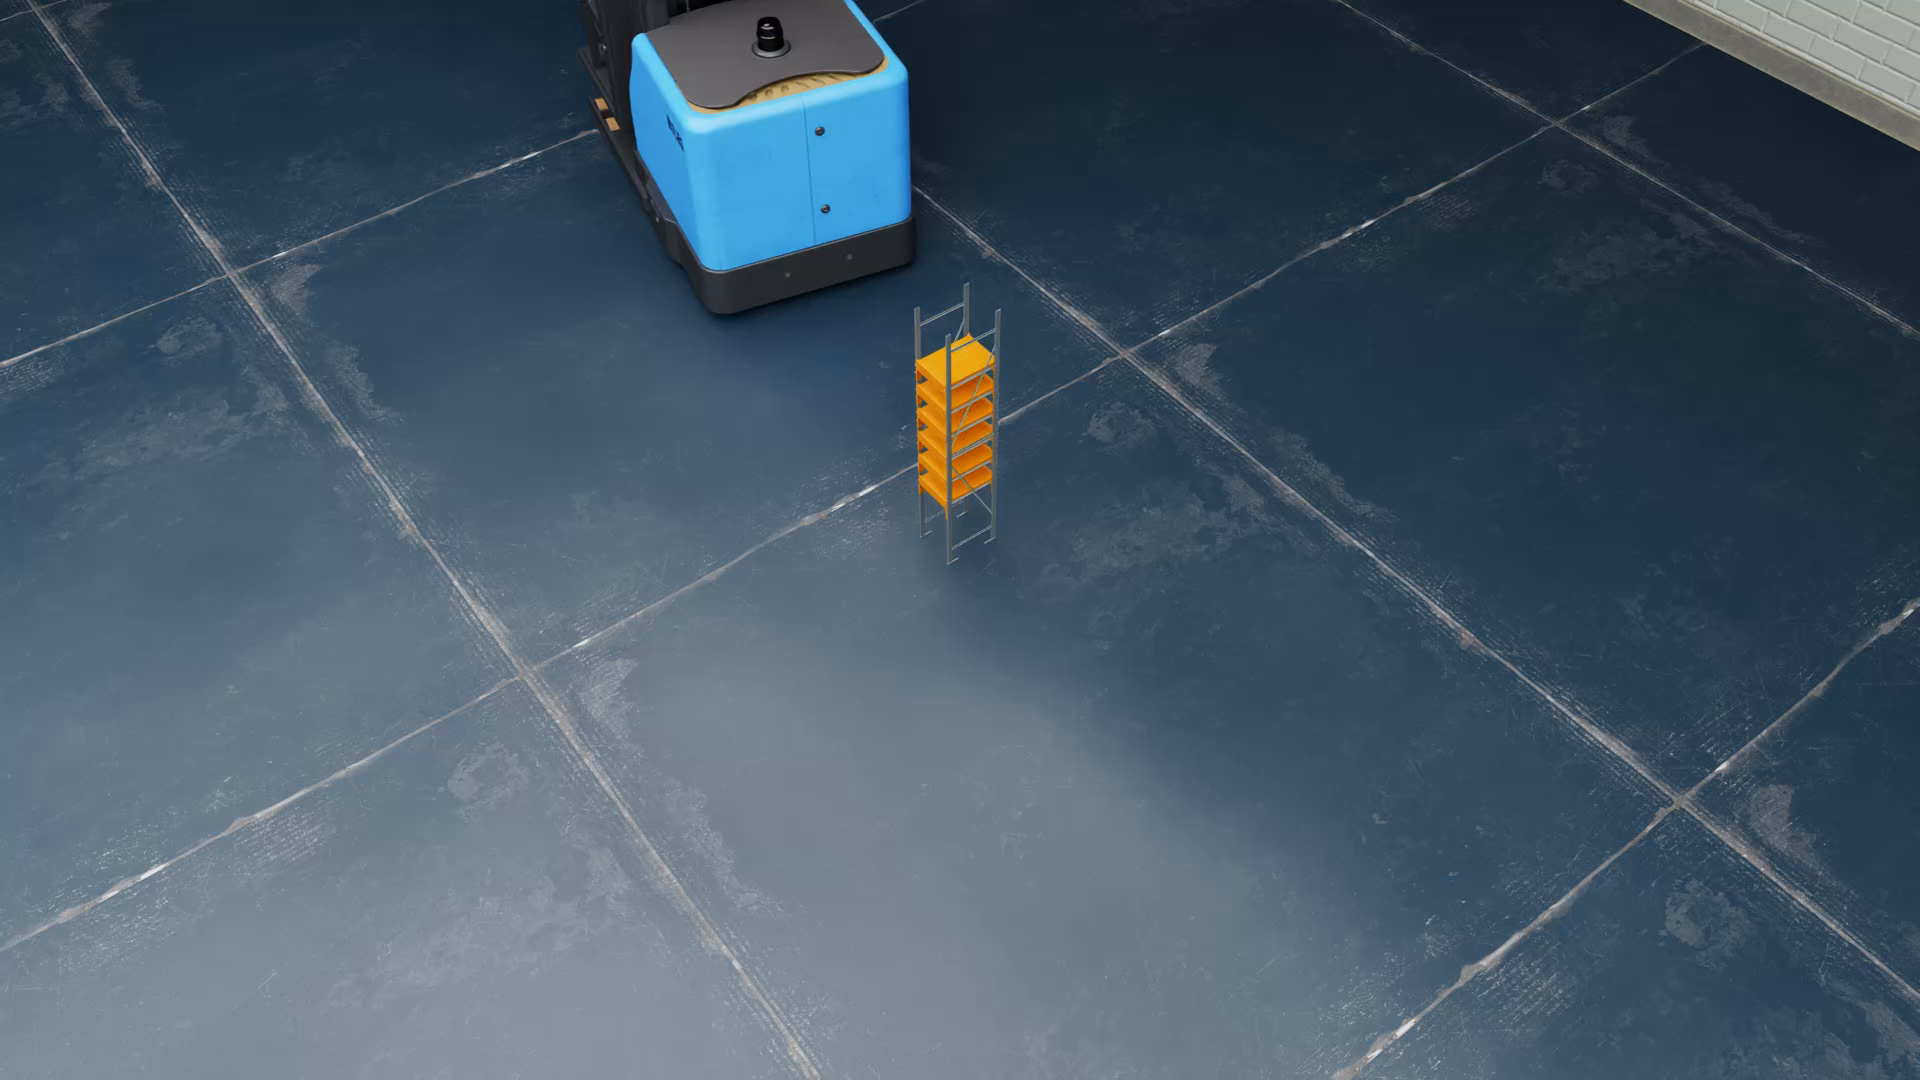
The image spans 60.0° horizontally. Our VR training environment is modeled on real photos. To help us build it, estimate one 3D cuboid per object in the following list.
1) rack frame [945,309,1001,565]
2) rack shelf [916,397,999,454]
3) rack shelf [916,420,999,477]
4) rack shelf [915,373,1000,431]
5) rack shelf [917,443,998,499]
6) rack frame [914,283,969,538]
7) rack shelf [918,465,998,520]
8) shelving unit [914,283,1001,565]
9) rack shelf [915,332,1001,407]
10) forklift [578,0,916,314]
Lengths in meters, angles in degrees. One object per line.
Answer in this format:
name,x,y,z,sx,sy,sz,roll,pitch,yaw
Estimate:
rack frame,0.047,-0.358,6.263,0.240,1.200,0.006,-29,54,-24
rack shelf,-0.009,-0.462,6.256,0.258,0.103,0.180,-29,54,-24
rack shelf,-0.009,-0.382,6.345,0.258,0.103,0.180,-29,54,-24
rack shelf,-0.009,-0.543,6.167,0.258,0.103,0.180,-29,54,-24
rack shelf,-0.009,-0.301,6.434,0.258,0.103,0.180,-29,54,-24
rack frame,-0.064,-0.465,6.361,0.240,1.200,0.006,-29,54,-24
rack shelf,-0.009,-0.220,6.523,0.258,0.103,0.180,-29,54,-24
shelving unit,-0.009,-0.412,6.312,0.258,1.200,0.189,-29,54,-24
rack shelf,-0.009,-0.623,6.078,0.258,0.103,0.180,-29,54,-24
forklift,-1.280,-3.121,7.600,1.130,2.935,3.031,-19,51,-16
